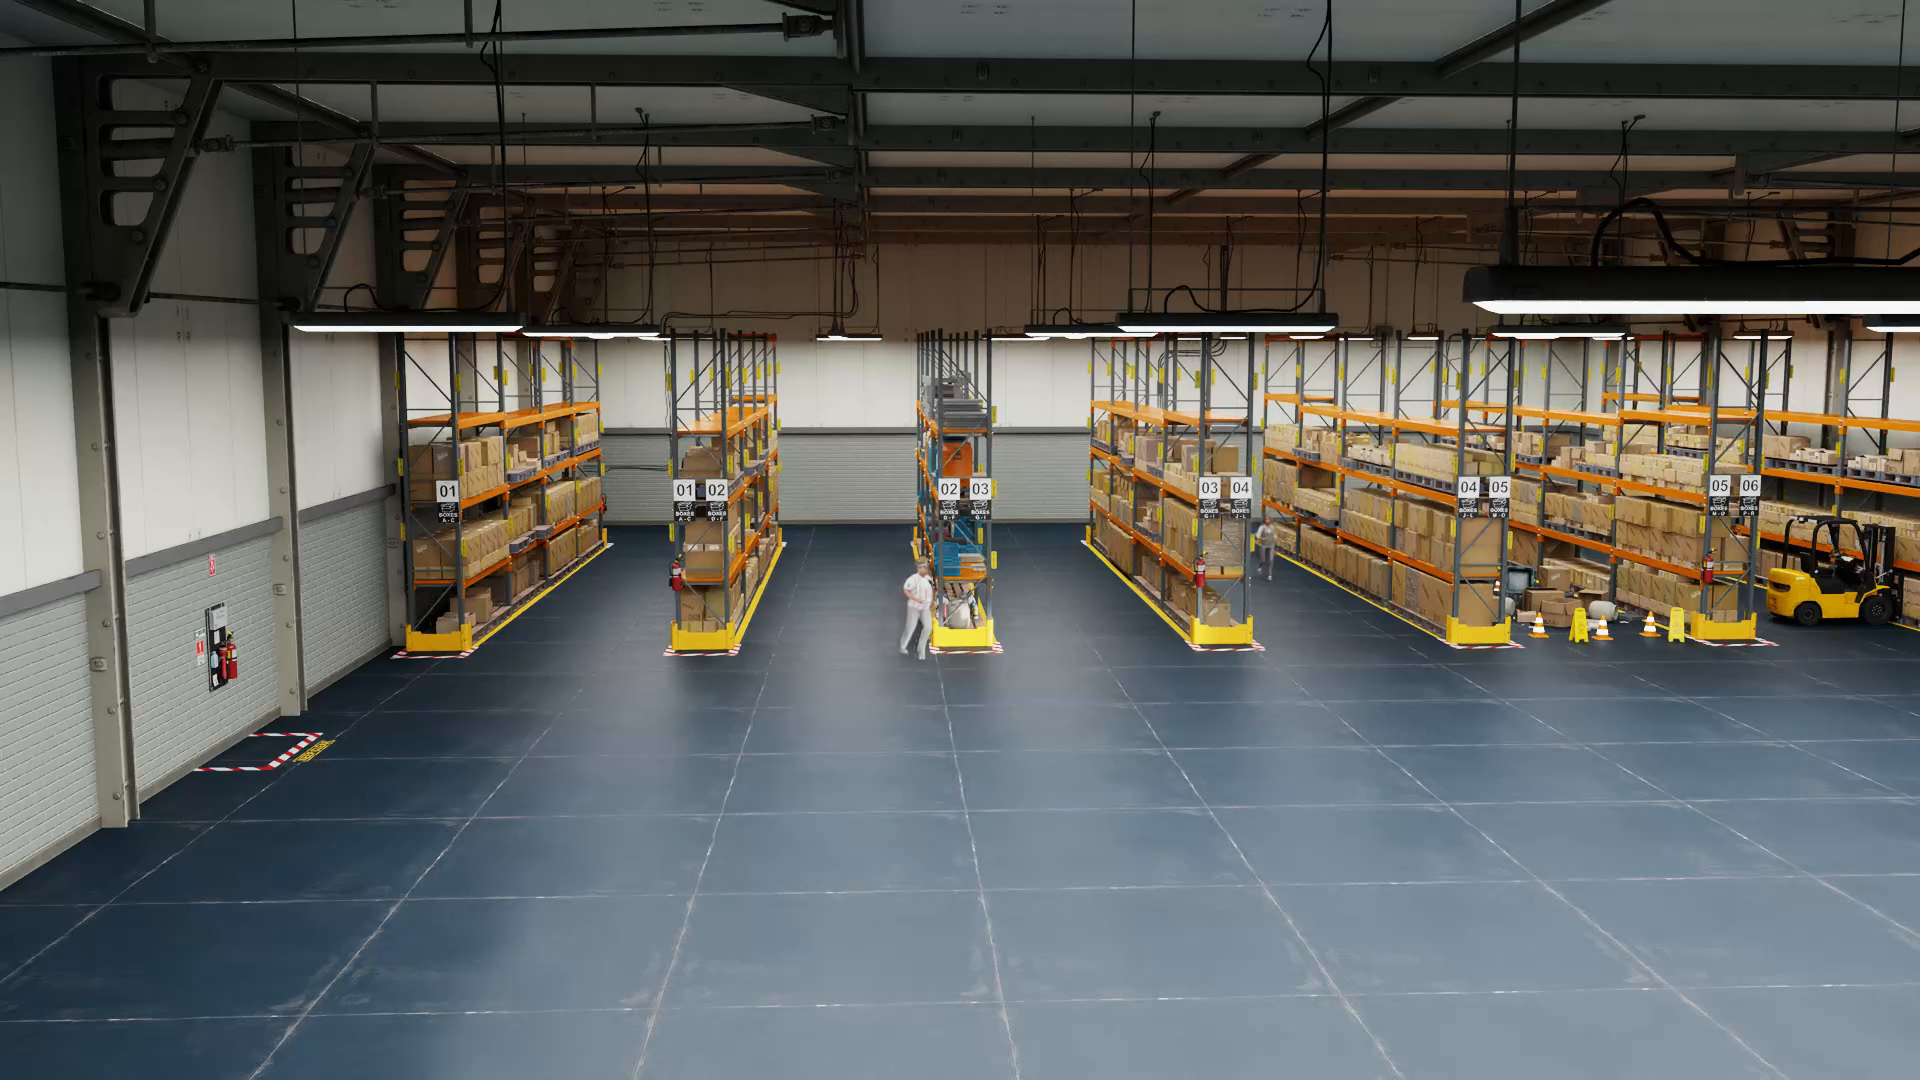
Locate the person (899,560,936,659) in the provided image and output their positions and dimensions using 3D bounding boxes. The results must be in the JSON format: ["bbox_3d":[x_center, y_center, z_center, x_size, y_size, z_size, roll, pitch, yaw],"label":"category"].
[{"bbox_3d":[-0.733,1.269,30.591,0.726,1.821,0.670,-4,8,-33],"label":"person"}]

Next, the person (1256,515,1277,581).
[{"bbox_3d":[7.467,0.176,40.476,0.549,1.566,0.781,-1,7,-8],"label":"person"}]

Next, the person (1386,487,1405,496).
[{"bbox_3d":[12.815,-1.007,49.435,0.905,1.787,0.697,0,7,-2],"label":"person"}]
